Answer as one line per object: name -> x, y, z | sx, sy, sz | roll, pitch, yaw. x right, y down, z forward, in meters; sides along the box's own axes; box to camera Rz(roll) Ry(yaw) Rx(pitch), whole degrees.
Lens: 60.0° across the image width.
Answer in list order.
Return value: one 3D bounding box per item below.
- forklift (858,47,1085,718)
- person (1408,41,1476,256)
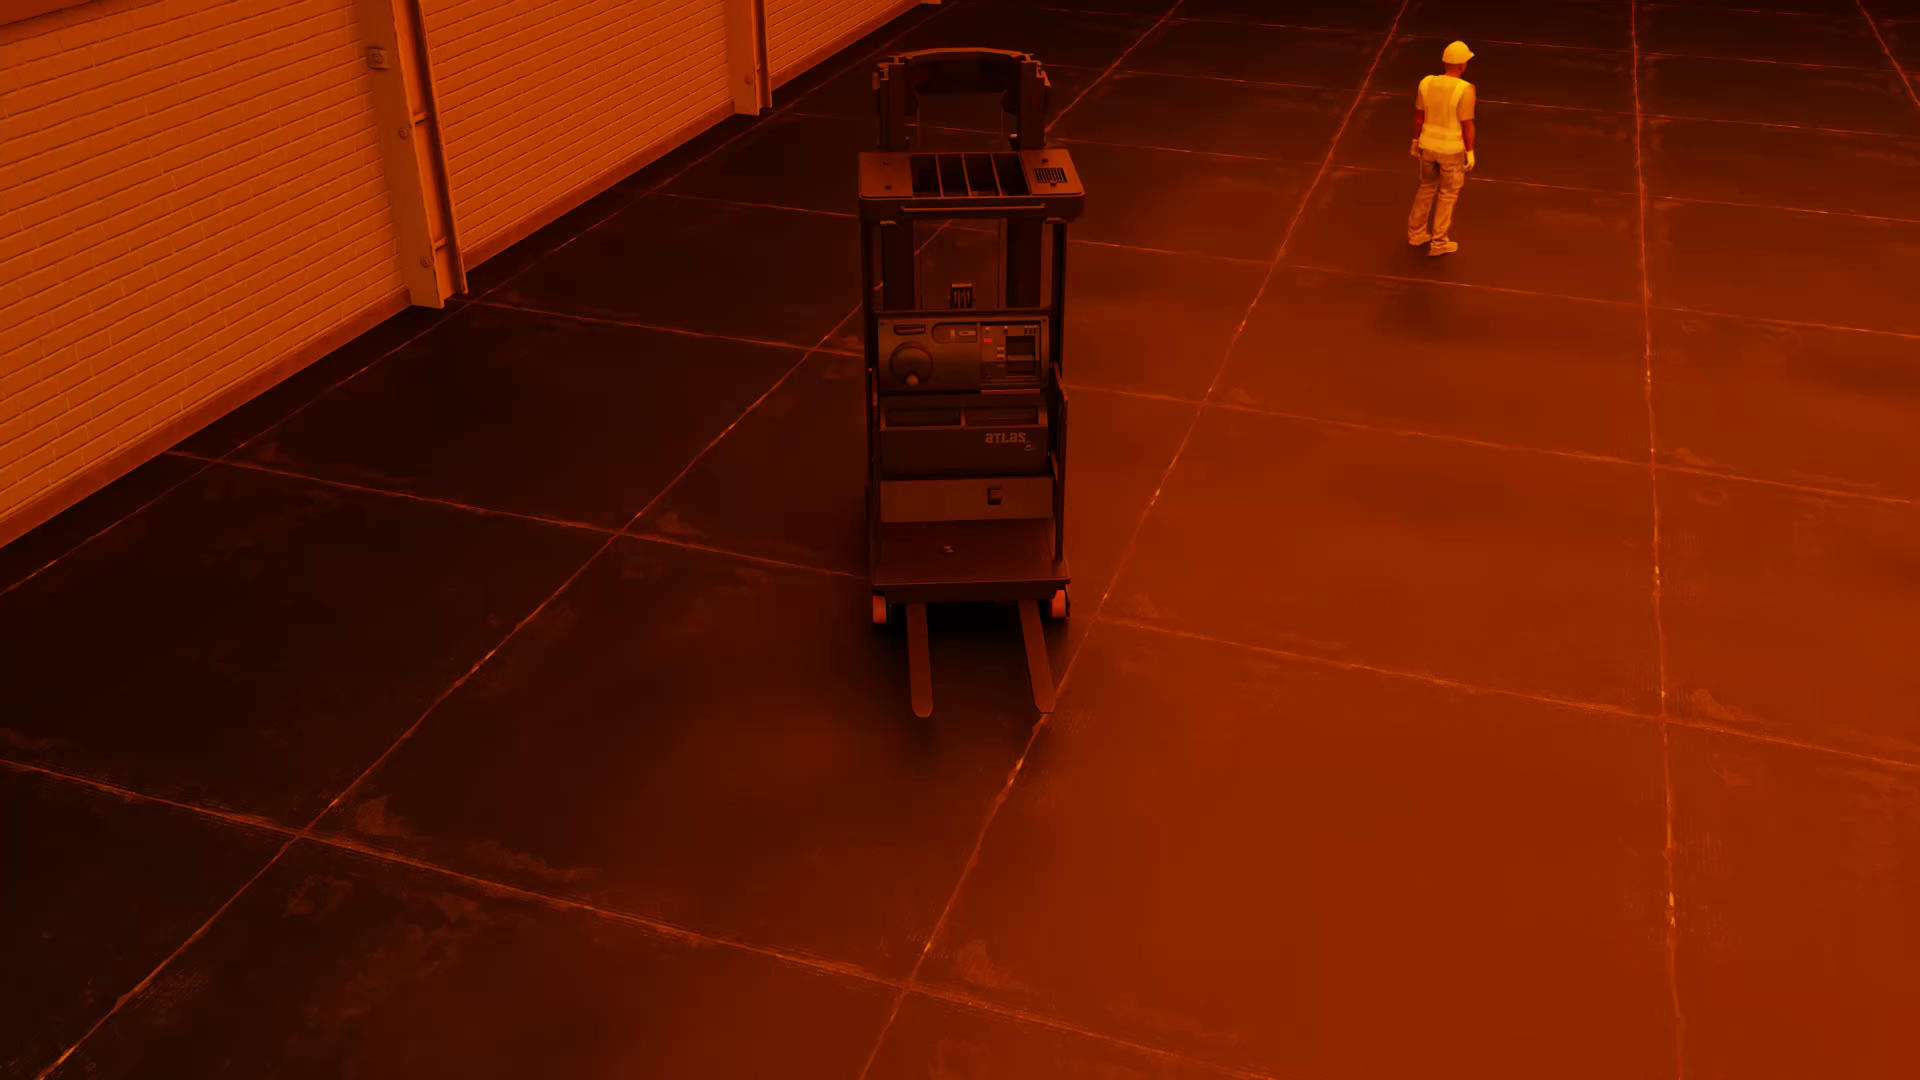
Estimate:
forklift -> 0.035, -0.972, 8.842 | 1.130, 2.935, 3.031 | -2, 30, -3
person -> 4.144, -3.335, 14.154 | 0.403, 1.789, 0.589 | -23, 37, -35
